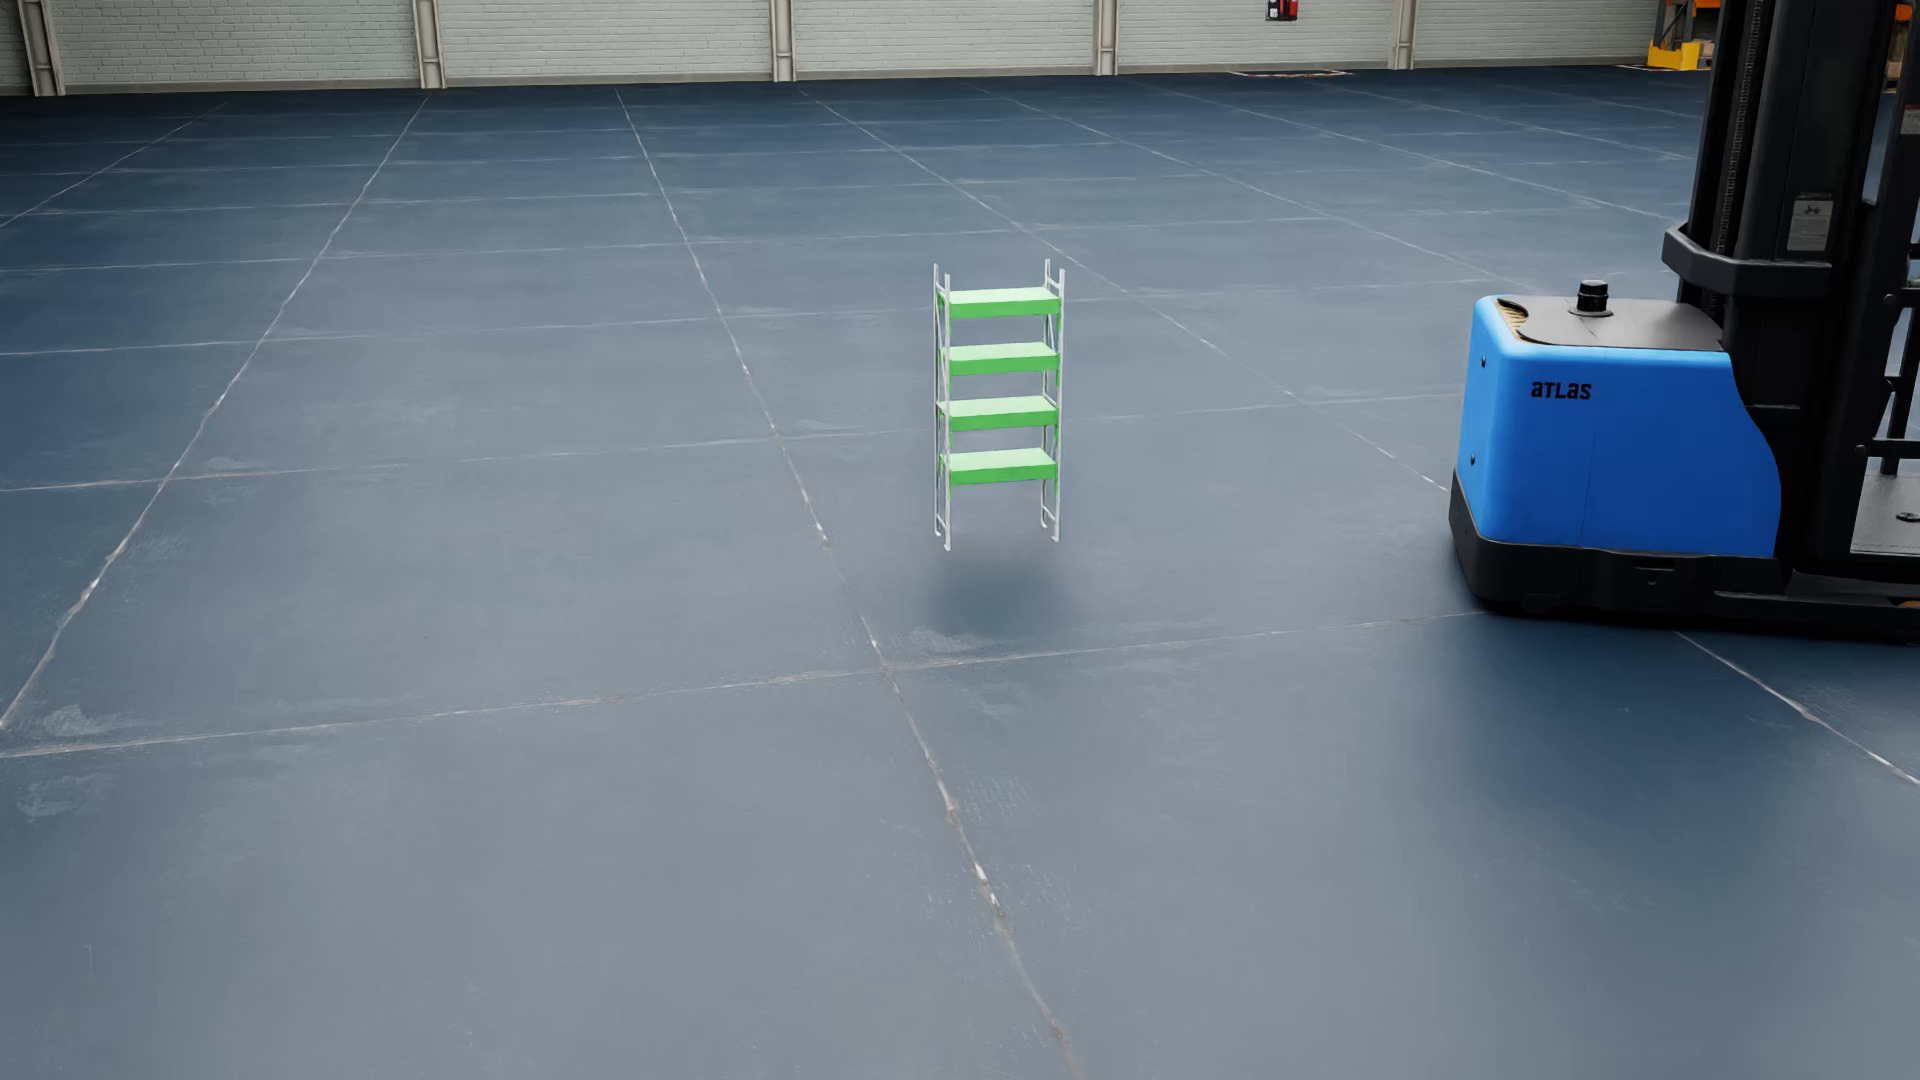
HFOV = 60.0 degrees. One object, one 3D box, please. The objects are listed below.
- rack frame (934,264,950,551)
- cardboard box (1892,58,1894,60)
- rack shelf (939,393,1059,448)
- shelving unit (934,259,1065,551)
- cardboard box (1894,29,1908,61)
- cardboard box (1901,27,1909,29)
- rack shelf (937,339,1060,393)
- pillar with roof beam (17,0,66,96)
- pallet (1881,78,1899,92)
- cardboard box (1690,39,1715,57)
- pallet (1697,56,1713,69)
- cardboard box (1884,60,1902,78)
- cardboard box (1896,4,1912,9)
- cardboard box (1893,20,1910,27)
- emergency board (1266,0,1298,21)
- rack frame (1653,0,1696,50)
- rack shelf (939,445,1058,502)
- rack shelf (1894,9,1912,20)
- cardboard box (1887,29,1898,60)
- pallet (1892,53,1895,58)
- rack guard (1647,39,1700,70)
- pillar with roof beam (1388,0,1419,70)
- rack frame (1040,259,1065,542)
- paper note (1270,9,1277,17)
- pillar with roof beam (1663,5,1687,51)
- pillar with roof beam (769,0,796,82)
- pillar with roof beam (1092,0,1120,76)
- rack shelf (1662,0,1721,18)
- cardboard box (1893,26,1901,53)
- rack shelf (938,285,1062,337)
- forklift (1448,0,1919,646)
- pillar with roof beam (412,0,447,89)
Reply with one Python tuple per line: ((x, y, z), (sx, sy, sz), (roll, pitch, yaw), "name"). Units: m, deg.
((-0.076, -0.557, 7.091), (0.015, 1.200, 0.240), (-5, 21, -12), "rack frame")
((15.976, -8.116, 28.497), (0.500, 0.250, 0.500), (-5, 21, -12), "cardboard box")
((0.161, -0.516, 7.166), (0.480, 0.148, 0.258), (-5, 21, -12), "rack shelf")
((0.161, -0.576, 7.144), (0.503, 1.200, 0.258), (-5, 21, -12), "shelving unit")
((16.097, -8.292, 27.886), (0.500, 0.500, 0.500), (-5, 21, -12), "cardboard box")
((16.461, -8.509, 28.480), (0.500, 0.500, 0.500), (-5, 21, -12), "cardboard box")
((0.161, -0.742, 7.083), (0.480, 0.148, 0.258), (-5, 21, -12), "rack shelf")
((-13.828, -10.029, 21.611), (0.400, 9.000, 9.100), (-5, 21, -12), "pillar with roof beam")
((15.773, -7.790, 28.275), (1.213, 0.211, 1.003), (-5, 21, -12), "pallet")
((14.588, -9.652, 32.571), (0.500, 0.311, 0.500), (-7, 21, -19), "cardboard box")
((14.767, -9.432, 32.756), (1.213, 0.211, 1.003), (-5, 21, -12), "pallet")
((15.611, -7.899, 27.905), (0.500, 0.250, 0.500), (-5, 21, -12), "cardboard box")
((15.495, -9.105, 27.663), (0.500, 0.500, 0.700), (-5, 21, -12), "cardboard box")
((18.927, -10.484, 33.479), (0.500, 0.250, 0.500), (-5, 21, -14), "cardboard box")
((6.124, -10.370, 31.263), (0.643, 1.169, 0.194), (-5, 21, -12), "emergency board")
((13.894, -10.683, 32.117), (0.127, 3.000, 1.000), (-5, 21, -12), "rack frame")
((0.161, -0.291, 7.249), (0.480, 0.148, 0.258), (-5, 21, -12), "rack shelf")
((16.984, -8.846, 28.147), (4.000, 0.370, 1.077), (-5, 21, -12), "rack shelf")
((15.491, -8.425, 28.251), (0.500, 0.500, 0.500), (-5, 21, -12), "cardboard box")
((18.544, -9.752, 33.631), (1.213, 0.211, 1.003), (-5, 21, -12), "pallet")
((13.968, -9.515, 32.564), (0.348, 0.500, 1.175), (-5, 21, -12), "rack guard")
((9.528, -11.929, 26.797), (0.400, 9.000, 9.100), (-5, 21, -12), "pillar with roof beam")
((0.399, -0.596, 7.197), (0.015, 1.200, 0.240), (-5, 21, -12), "rack frame")
((5.936, -9.966, 31.440), (0.142, 0.148, 0.016), (-5, 21, -12), "paper note")
((15.367, -12.404, 28.093), (0.400, 9.000, 9.100), (-5, 21, -12), "pillar with roof beam")
((-2.150, -10.979, 24.204), (0.400, 9.000, 9.100), (-5, 21, -12), "pillar with roof beam")
((3.689, -11.454, 25.500), (0.400, 9.000, 9.100), (-5, 21, -12), "pillar with roof beam")
((15.841, -10.504, 32.673), (4.000, 0.370, 1.077), (-5, 21, -12), "rack shelf")
((18.500, -10.096, 33.510), (0.500, 0.500, 0.700), (-4, 20, -11), "cardboard box")
((0.161, -0.967, 7.001), (0.480, 0.148, 0.258), (-5, 21, -12), "rack shelf")
((3.578, -1.165, 6.233), (3.031, 2.935, 1.130), (3, 20, 9), "forklift")
((-7.989, -10.504, 22.907), (0.400, 9.000, 9.100), (-5, 21, -12), "pillar with roof beam")
